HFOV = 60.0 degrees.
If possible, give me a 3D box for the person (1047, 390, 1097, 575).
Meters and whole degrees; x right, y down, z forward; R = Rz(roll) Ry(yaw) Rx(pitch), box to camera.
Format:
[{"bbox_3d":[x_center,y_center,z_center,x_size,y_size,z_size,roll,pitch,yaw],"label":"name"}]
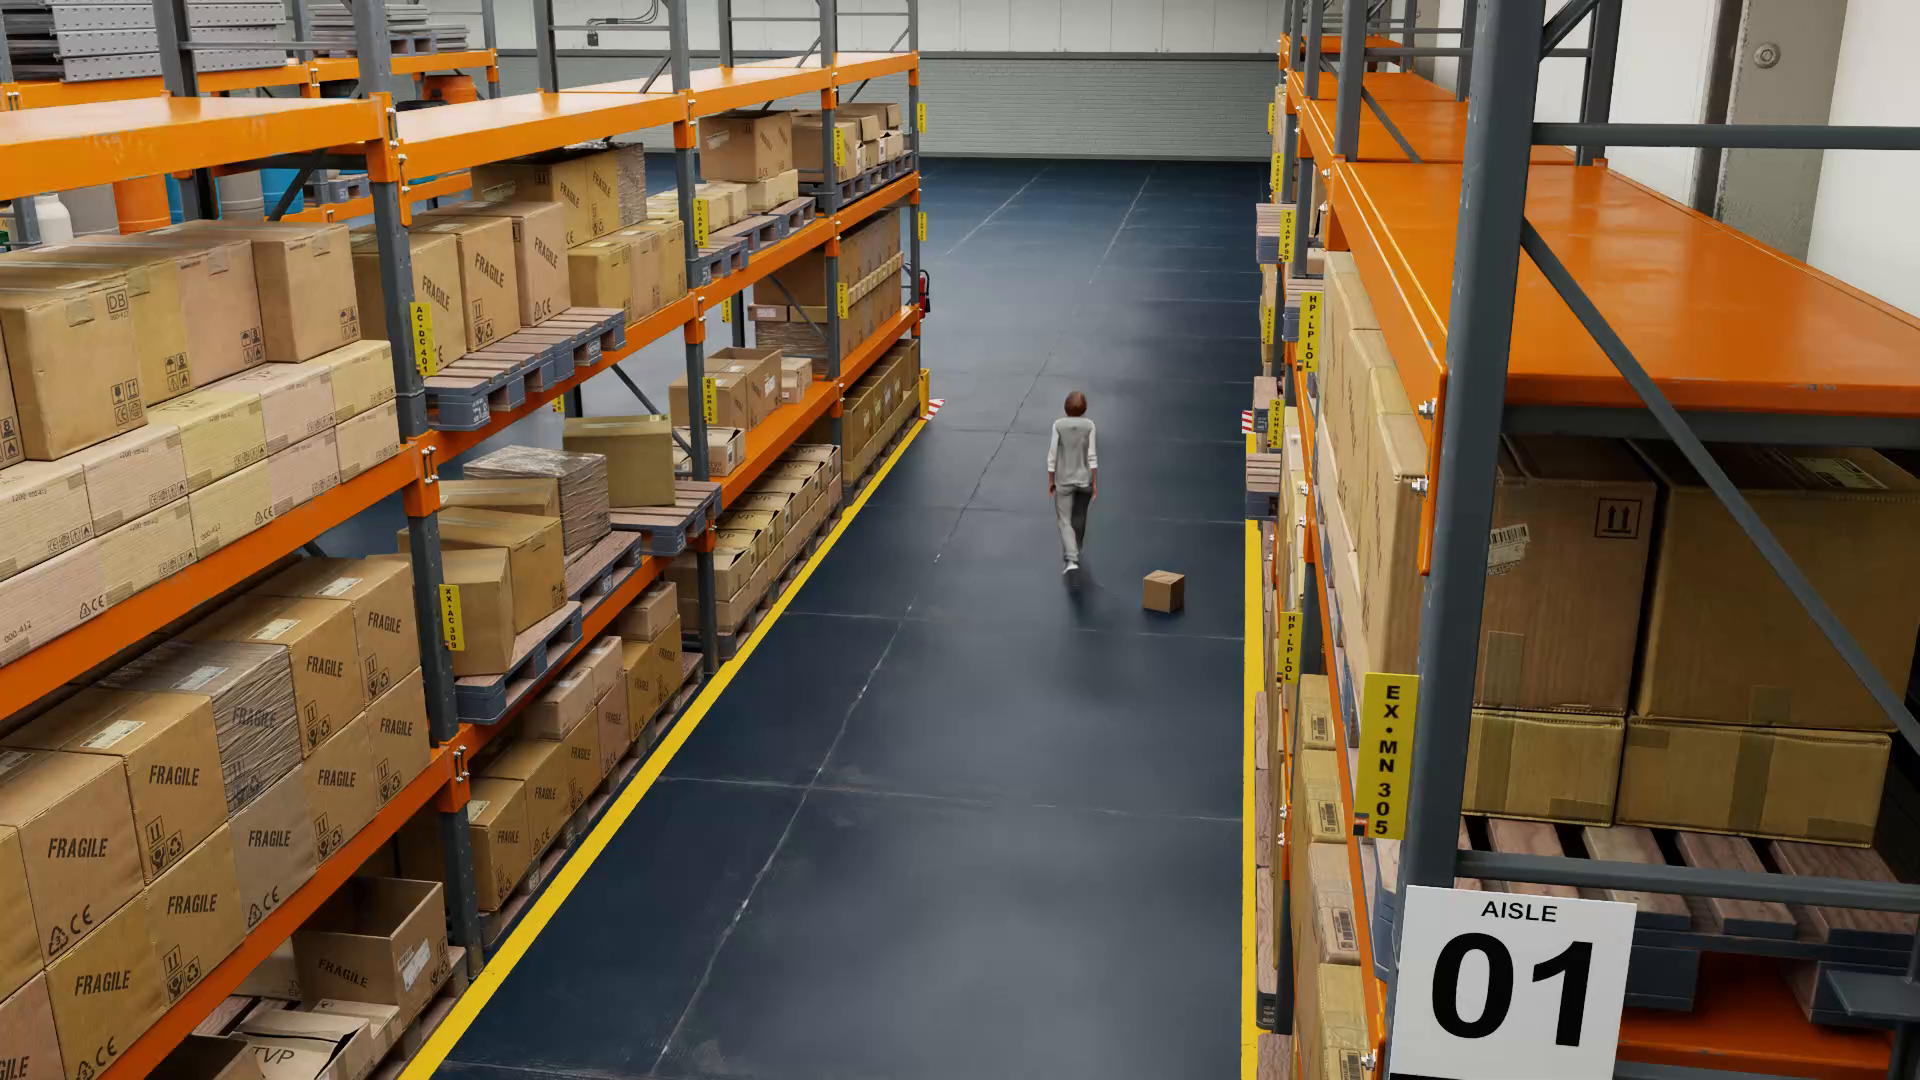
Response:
[{"bbox_3d":[0.952,-0.479,14.064,0.417,1.534,0.980,-1,18,-4],"label":"person"}]
